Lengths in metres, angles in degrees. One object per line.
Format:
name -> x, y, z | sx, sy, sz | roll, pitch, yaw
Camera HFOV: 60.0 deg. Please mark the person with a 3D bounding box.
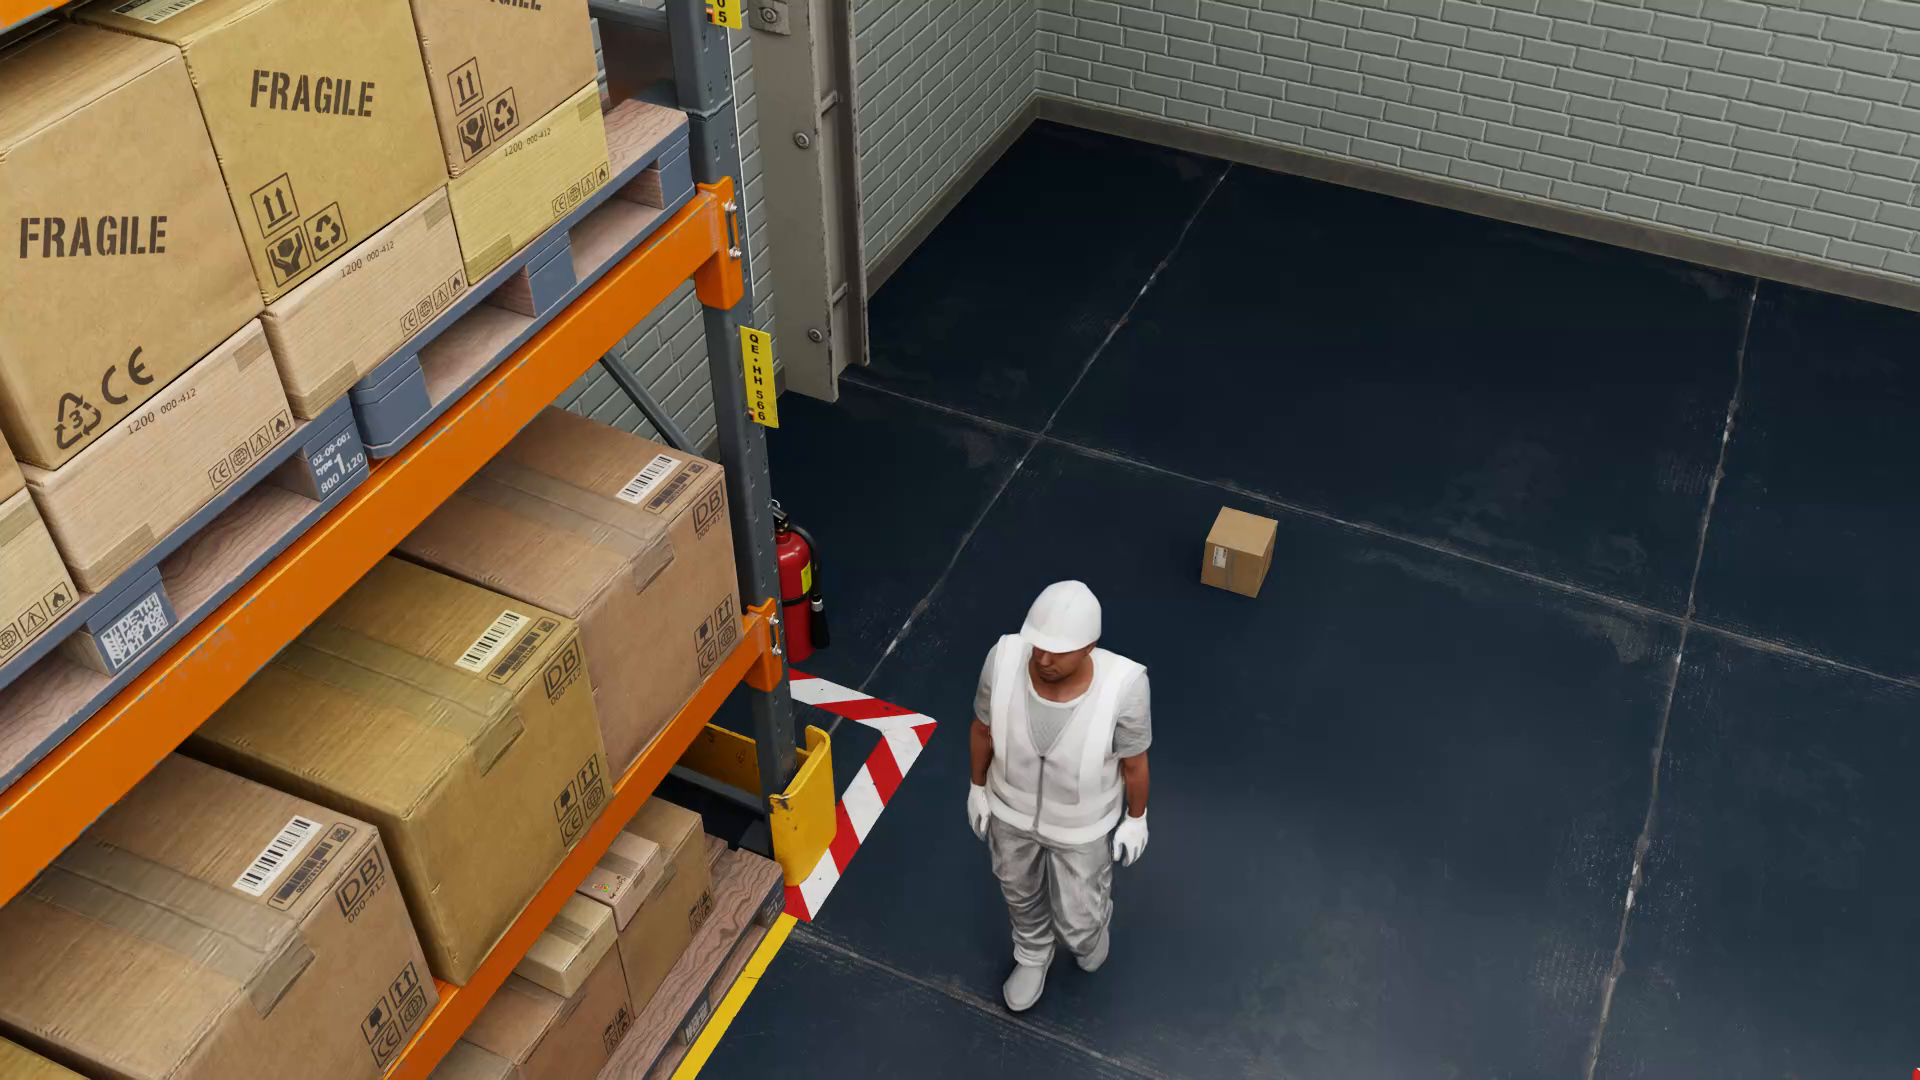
person -> 0.293, 0.832, 5.157 | 0.586, 1.776, 0.480 | 15, 44, 16
